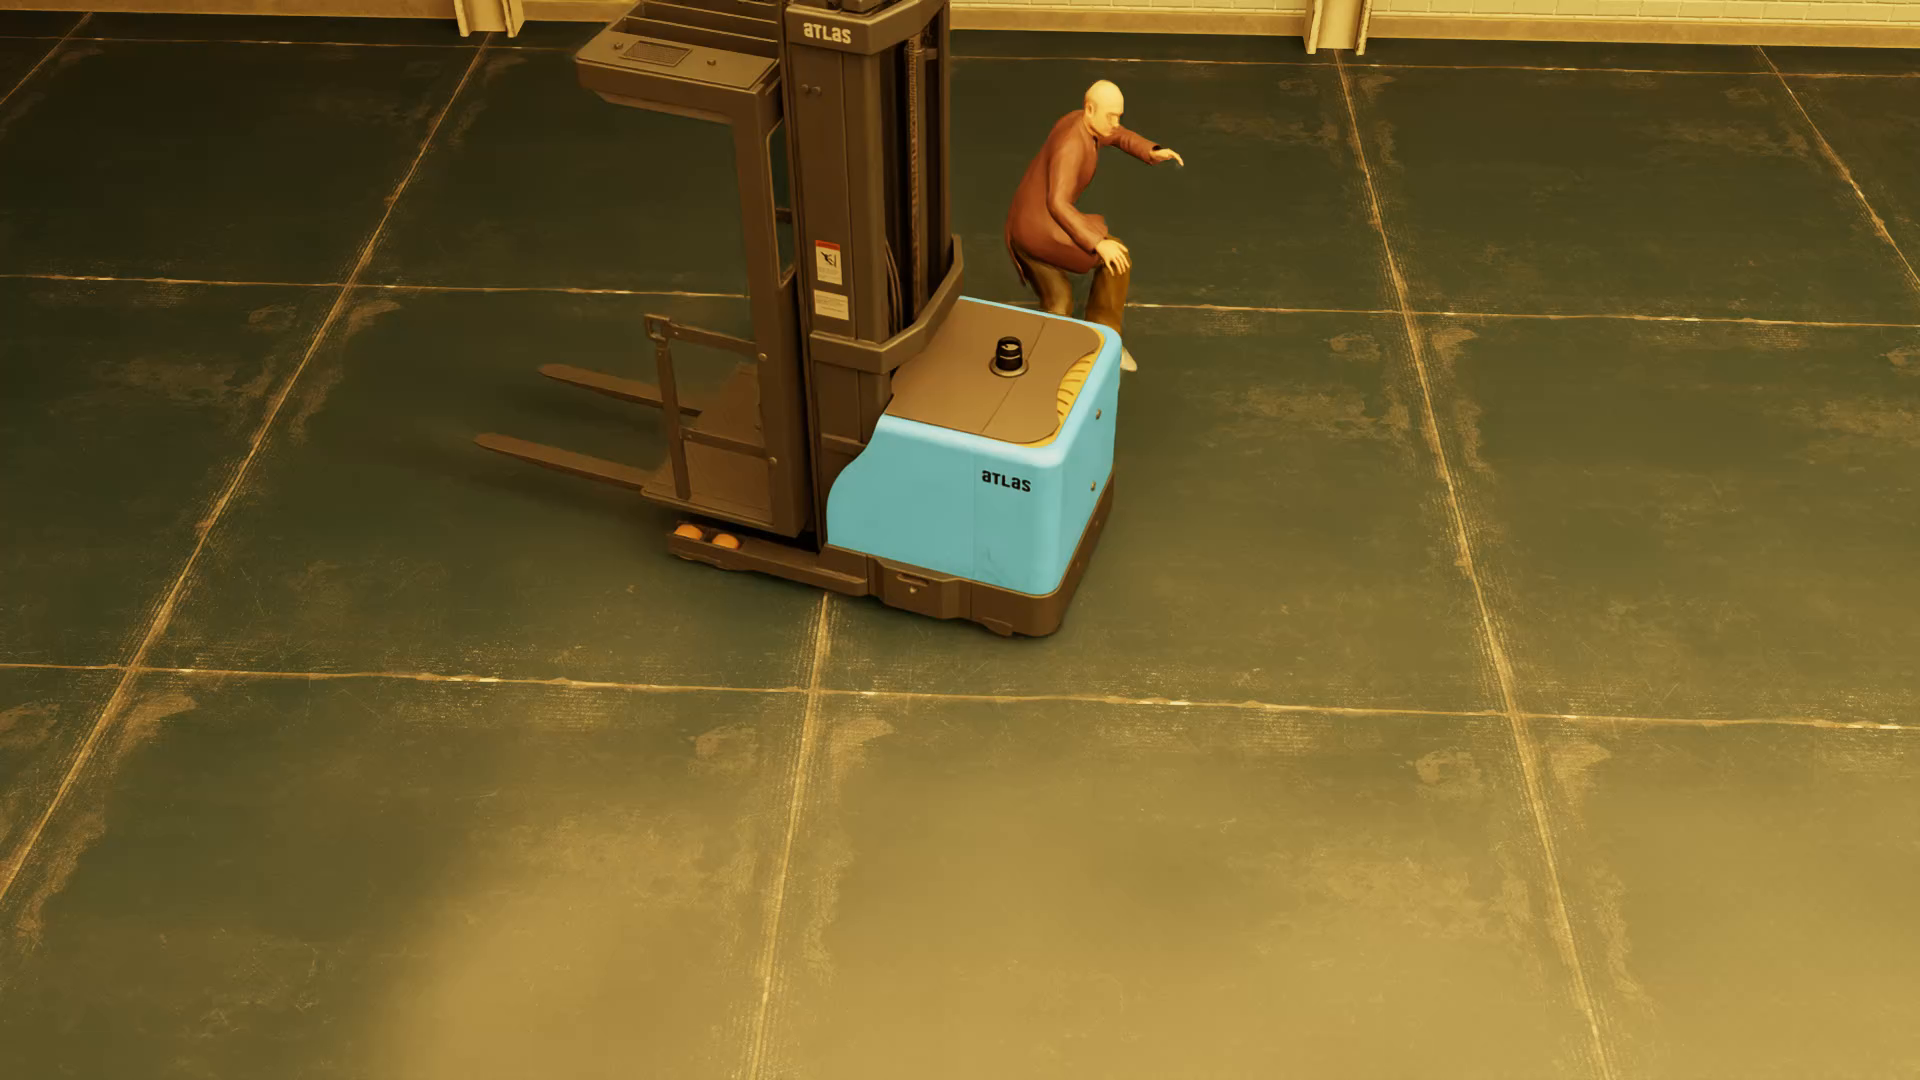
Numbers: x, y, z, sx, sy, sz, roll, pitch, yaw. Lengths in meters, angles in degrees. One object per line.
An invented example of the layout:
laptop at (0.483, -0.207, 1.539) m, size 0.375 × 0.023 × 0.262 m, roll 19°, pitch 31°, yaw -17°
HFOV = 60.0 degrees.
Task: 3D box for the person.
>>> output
person at (0.698, -1.526, 8.427) m, size 0.929 × 1.550 × 1.043 m, roll -7°, pitch 43°, yaw -8°

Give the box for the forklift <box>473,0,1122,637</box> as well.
forklift at (-0.841, -1.264, 7.127) m, size 3.031 × 2.935 × 1.130 m, roll 14°, pitch 44°, yaw 15°
